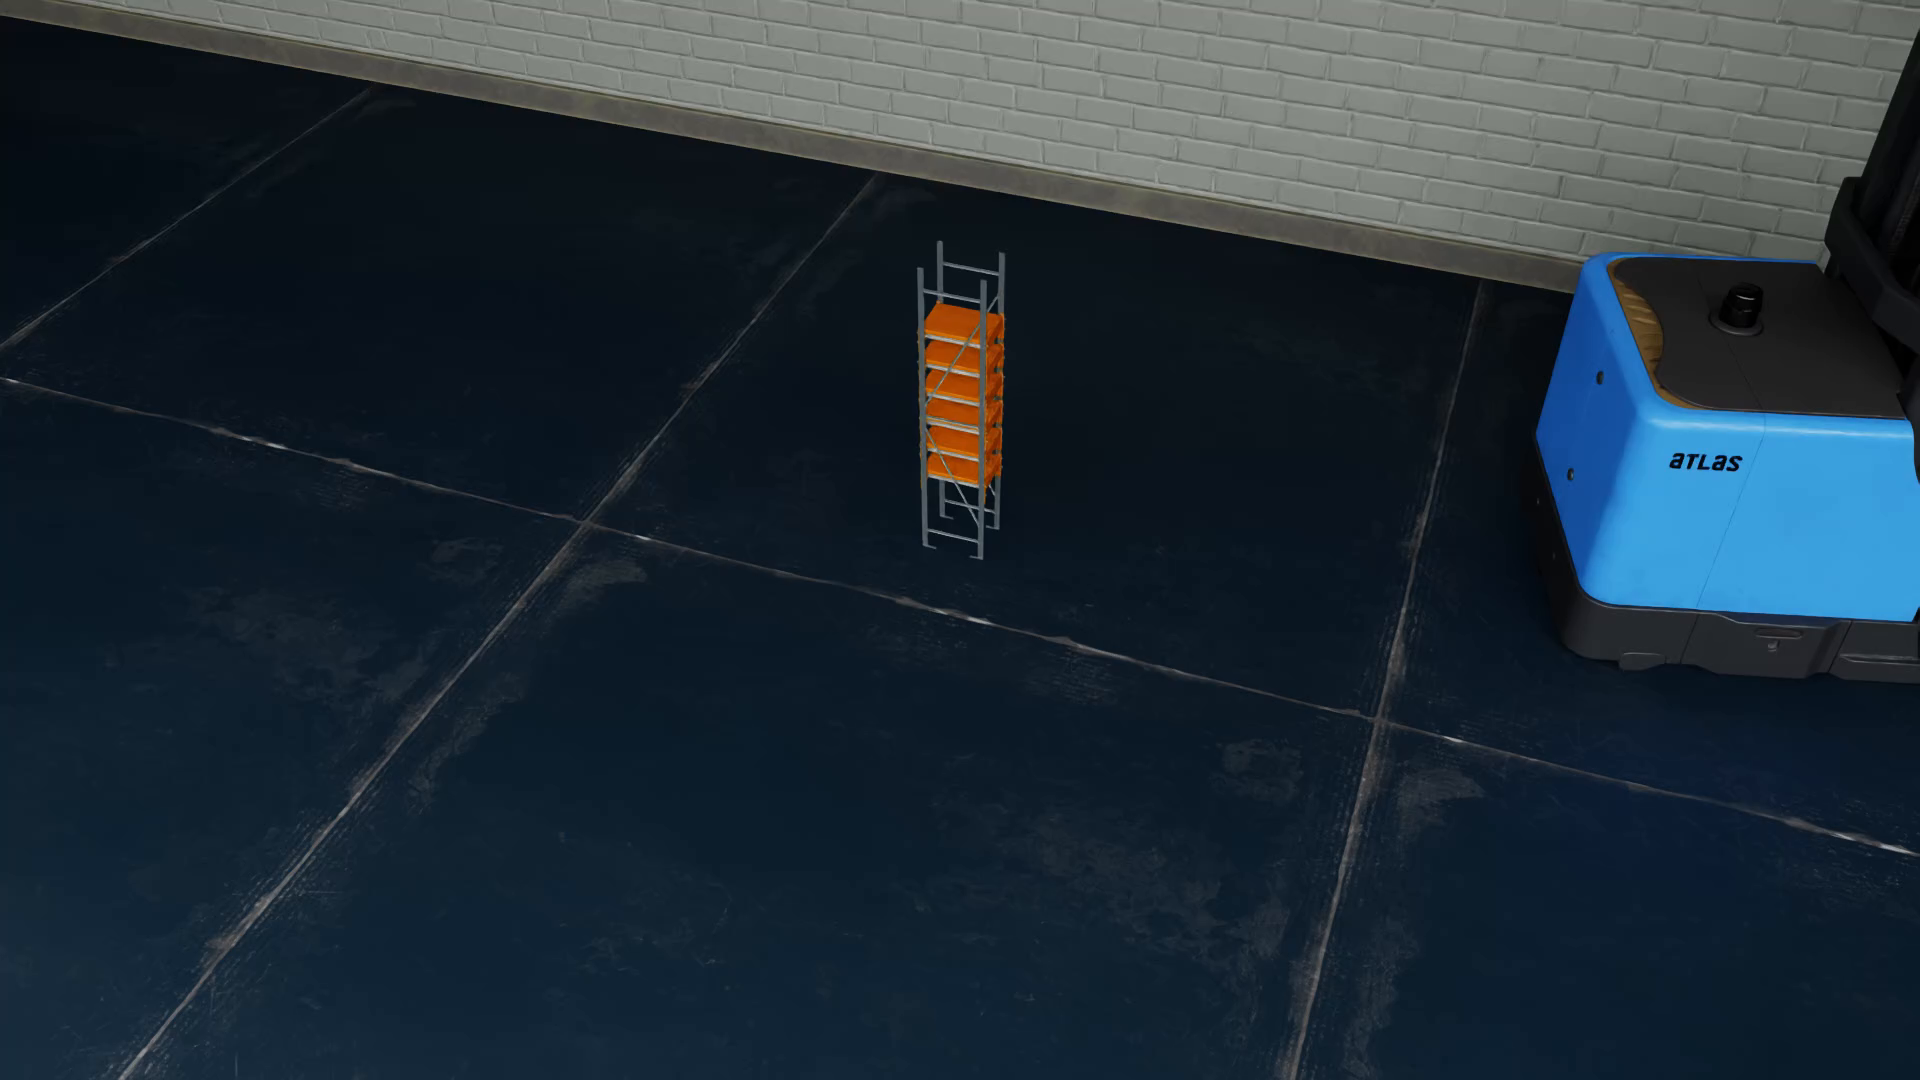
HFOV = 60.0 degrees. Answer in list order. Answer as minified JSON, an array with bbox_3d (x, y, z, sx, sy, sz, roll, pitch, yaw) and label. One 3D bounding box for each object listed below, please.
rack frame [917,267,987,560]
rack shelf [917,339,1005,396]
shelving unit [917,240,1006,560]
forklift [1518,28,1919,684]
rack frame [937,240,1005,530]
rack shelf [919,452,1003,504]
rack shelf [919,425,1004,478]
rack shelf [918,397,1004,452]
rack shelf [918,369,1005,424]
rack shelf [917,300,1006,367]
[{"bbox_3d":[-0.026,-0.409,5.806,0.240,1.200,0.006,13,42,15],"label":"rack frame"},{"bbox_3d":[0.005,-0.614,5.744,0.258,0.103,0.180,13,42,15],"label":"rack shelf"},{"bbox_3d":[0.005,-0.465,5.871,0.258,1.200,0.189,13,42,15],"label":"shelving unit"},{"bbox_3d":[3.617,-0.915,5.064,3.031,2.935,1.130,3,41,4],"label":"forklift"},{"bbox_3d":[0.036,-0.521,5.936,0.240,1.200,0.006,13,42,15],"label":"rack frame"},{"bbox_3d":[0.005,-0.249,6.056,0.258,0.103,0.180,13,42,15],"label":"rack shelf"},{"bbox_3d":[0.005,-0.340,5.978,0.258,0.103,0.180,13,42,15],"label":"rack shelf"},{"bbox_3d":[0.005,-0.431,5.900,0.258,0.103,0.180,13,42,15],"label":"rack shelf"},{"bbox_3d":[0.005,-0.523,5.822,0.258,0.103,0.180,13,42,15],"label":"rack shelf"},{"bbox_3d":[0.005,-0.705,5.666,0.258,0.103,0.180,13,42,15],"label":"rack shelf"}]
